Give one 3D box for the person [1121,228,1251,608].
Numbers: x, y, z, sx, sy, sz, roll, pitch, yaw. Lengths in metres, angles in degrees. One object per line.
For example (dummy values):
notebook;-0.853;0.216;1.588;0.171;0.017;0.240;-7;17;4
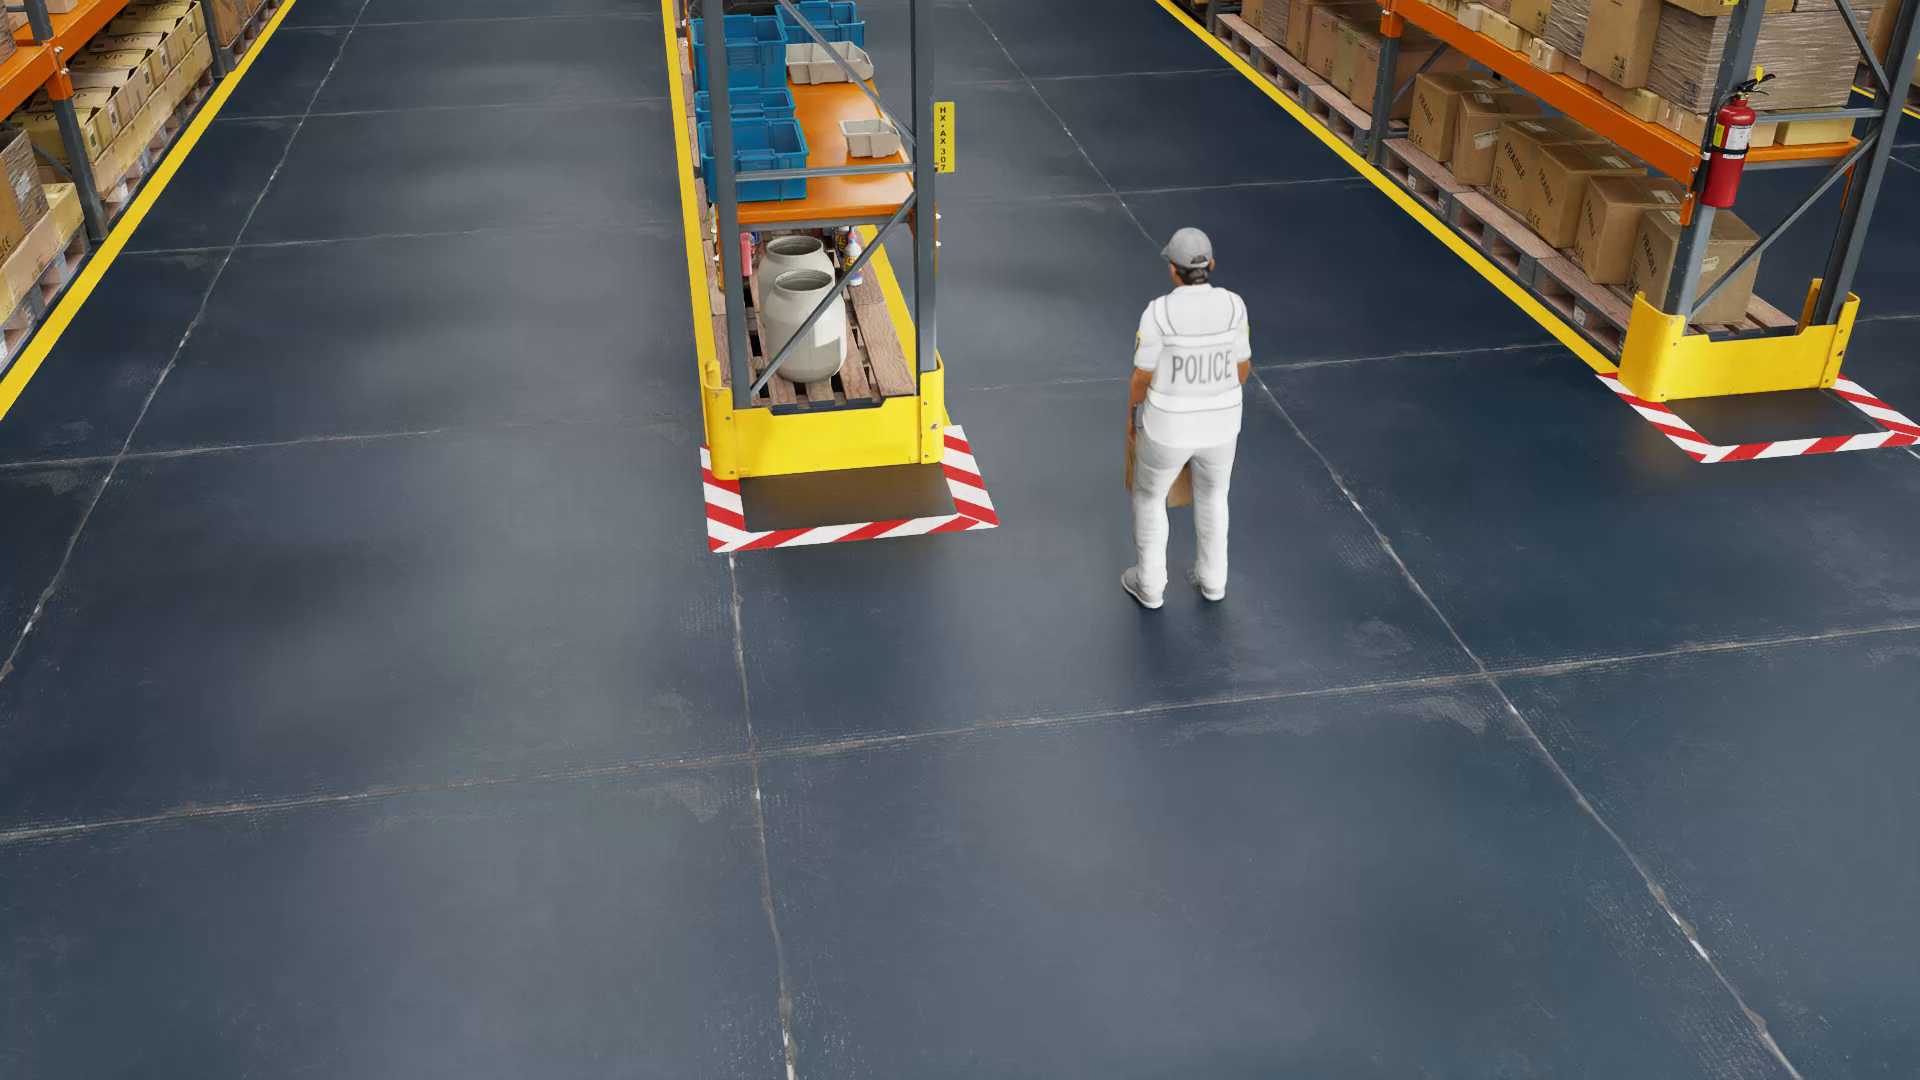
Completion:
person;0.943;-0.484;6.932;0.526;1.670;0.439;-6;31;-10
